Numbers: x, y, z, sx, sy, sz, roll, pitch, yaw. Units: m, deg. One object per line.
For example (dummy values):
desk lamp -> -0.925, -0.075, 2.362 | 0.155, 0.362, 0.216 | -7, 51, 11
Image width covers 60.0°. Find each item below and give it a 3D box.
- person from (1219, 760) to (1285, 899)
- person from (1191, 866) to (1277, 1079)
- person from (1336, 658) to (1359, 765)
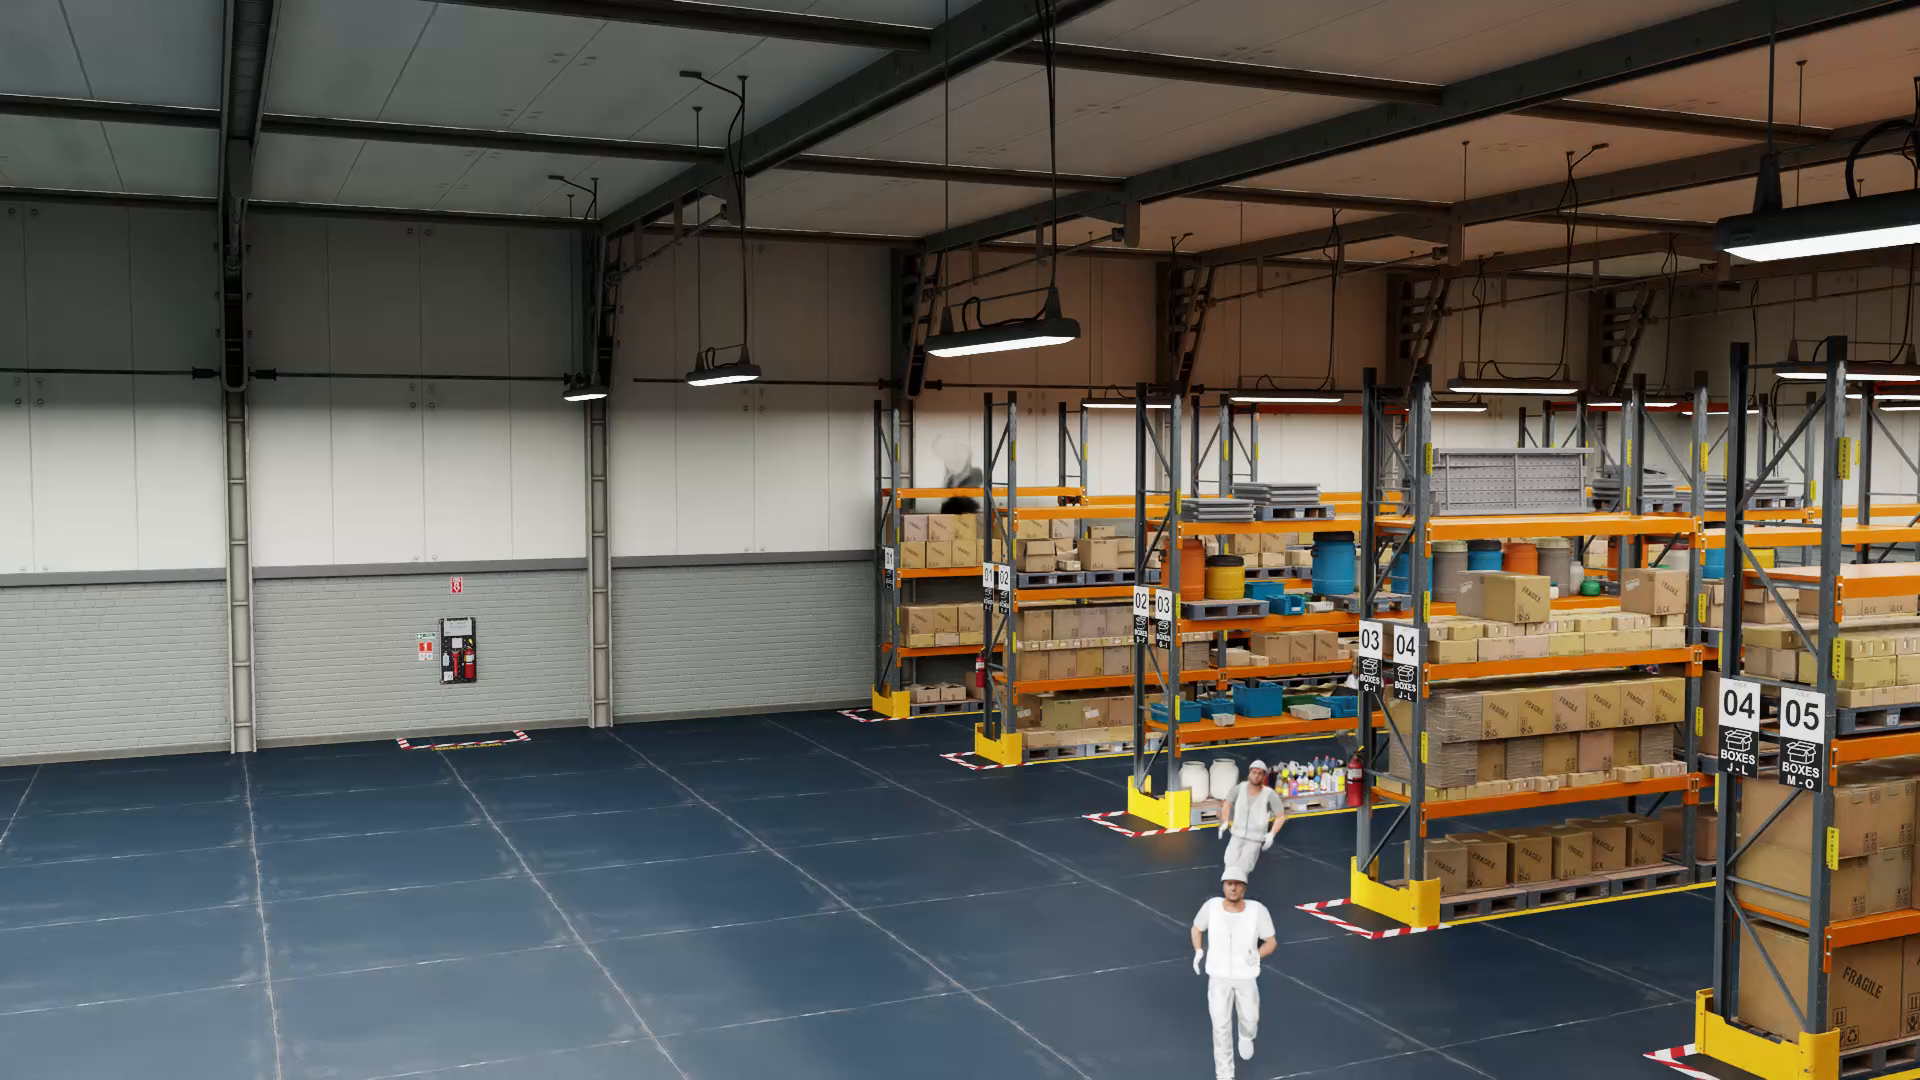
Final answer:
person -> 3.180, 3.250, 18.152 | 0.698, 1.712, 0.616 | 1, 4, 23
person -> 2.202, 3.506, 13.440 | 0.696, 1.752, 0.840 | 1, 3, 13
person -> 6.253, 2.749, 26.346 | 0.653, 1.773, 0.652 | -3, 4, -40
